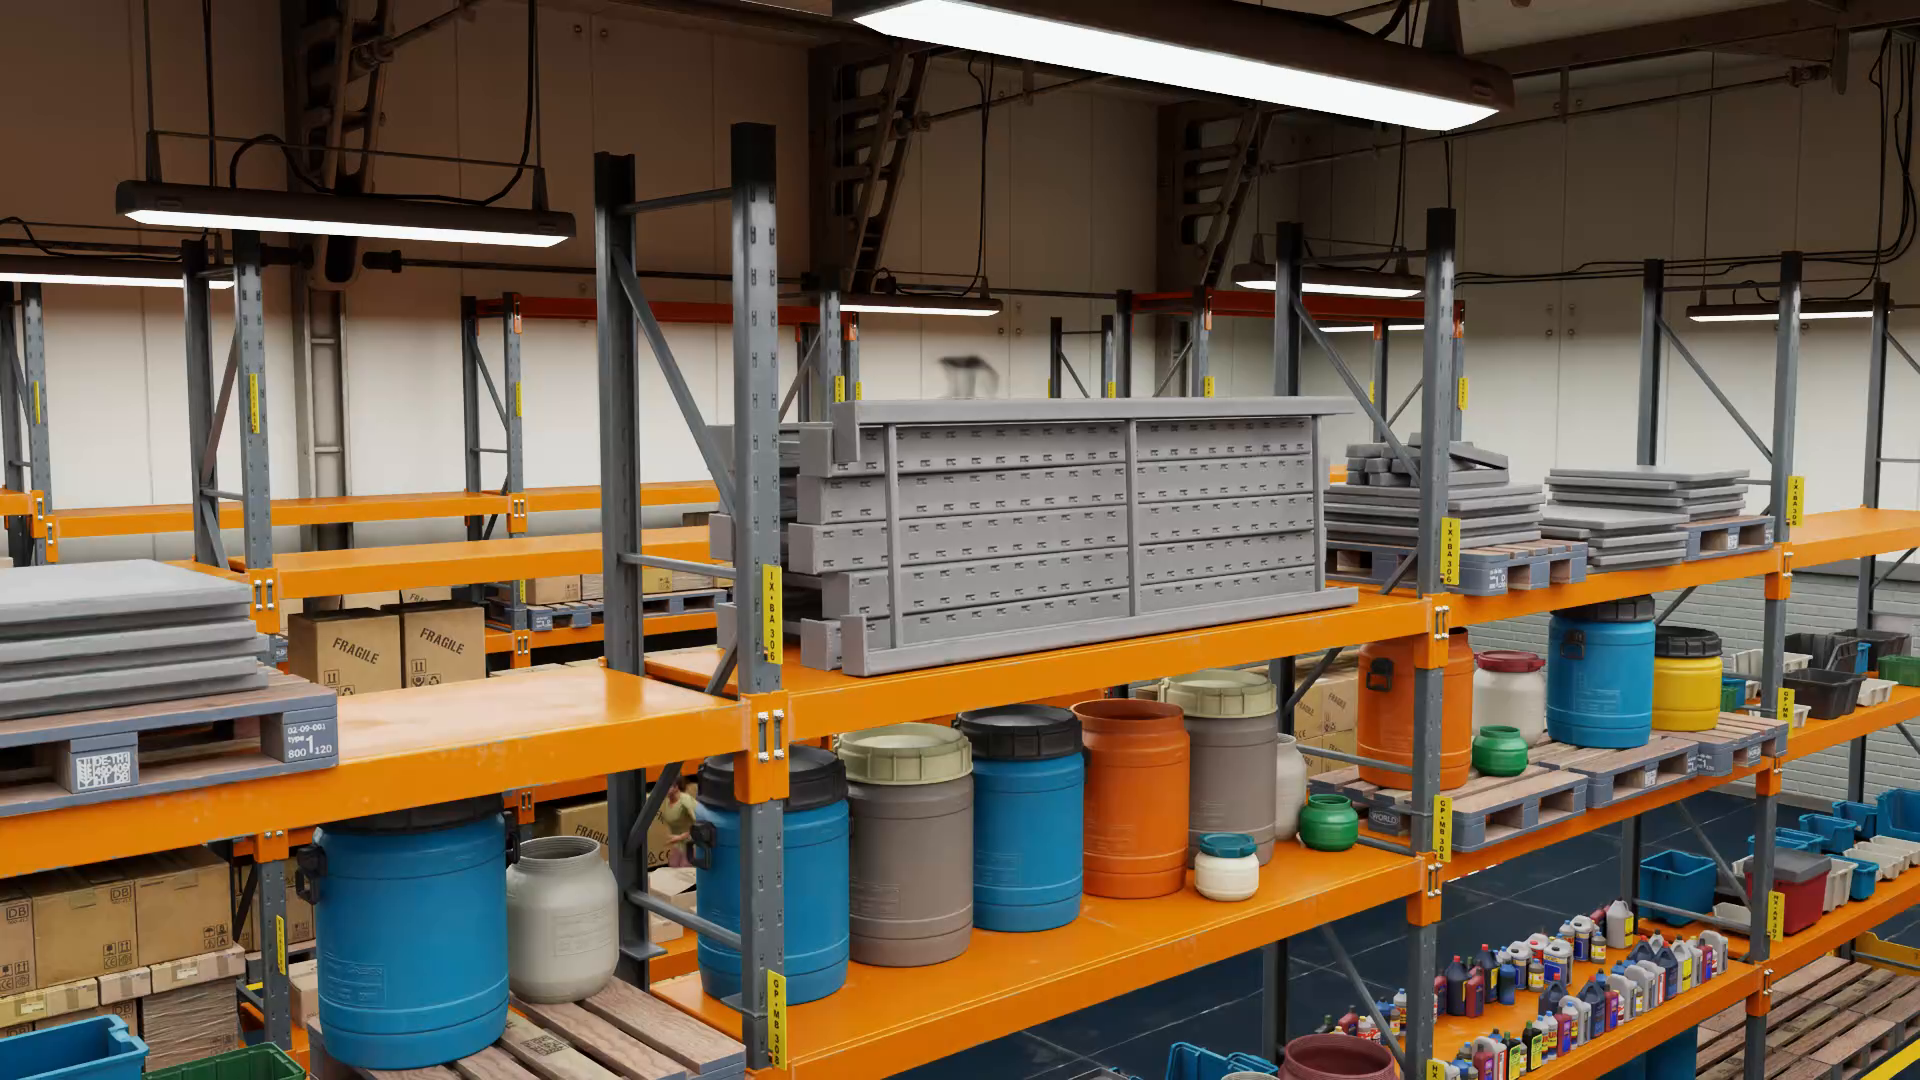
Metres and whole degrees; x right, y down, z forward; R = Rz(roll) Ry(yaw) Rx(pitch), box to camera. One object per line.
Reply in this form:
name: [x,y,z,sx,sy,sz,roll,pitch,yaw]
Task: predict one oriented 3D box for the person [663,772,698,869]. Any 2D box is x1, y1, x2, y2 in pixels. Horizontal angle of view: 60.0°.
person: [-2.528,2.914,15.636,0.573,1.601,0.696,5,7,40]
